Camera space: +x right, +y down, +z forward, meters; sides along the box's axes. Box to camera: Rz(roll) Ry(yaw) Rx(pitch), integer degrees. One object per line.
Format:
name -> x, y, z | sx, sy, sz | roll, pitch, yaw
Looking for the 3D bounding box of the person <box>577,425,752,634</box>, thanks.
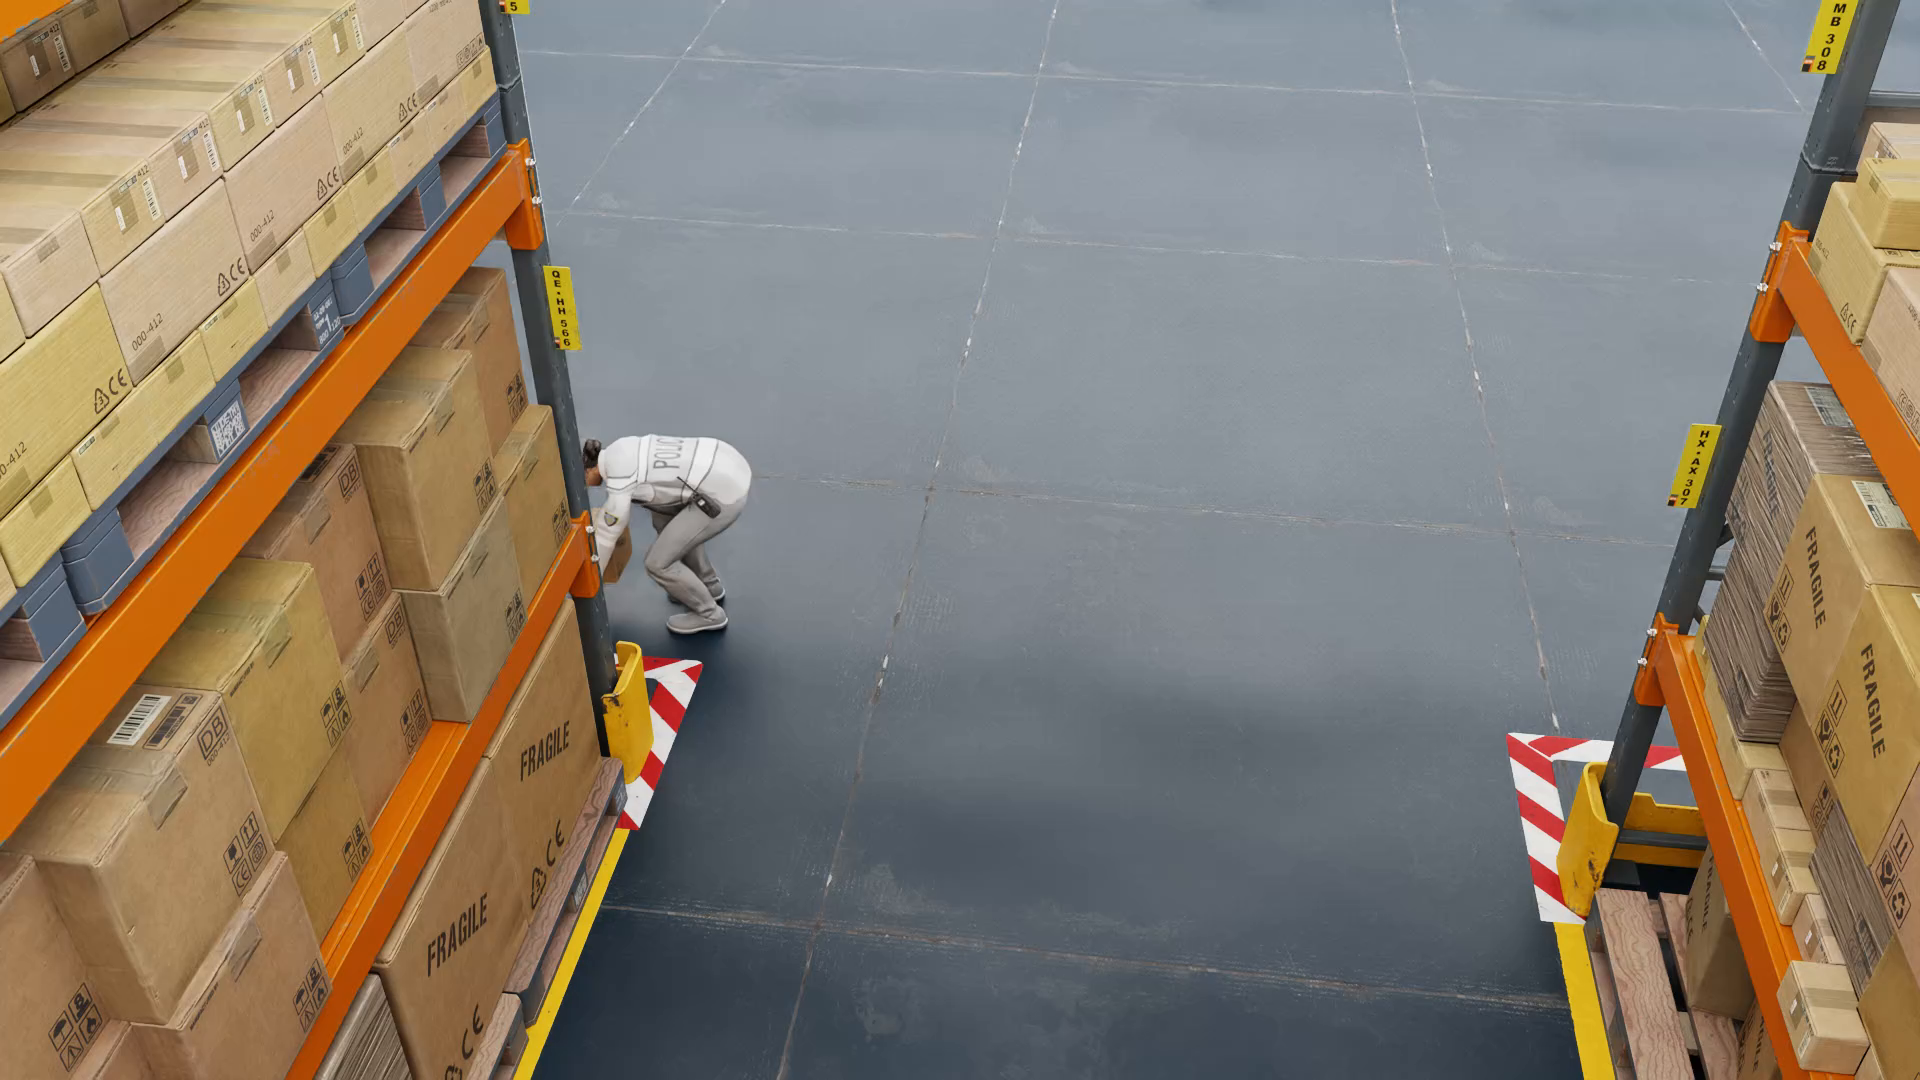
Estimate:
person -> -1.416, -0.068, 7.679 | 0.912, 1.017, 0.455 | 0, 36, 1
